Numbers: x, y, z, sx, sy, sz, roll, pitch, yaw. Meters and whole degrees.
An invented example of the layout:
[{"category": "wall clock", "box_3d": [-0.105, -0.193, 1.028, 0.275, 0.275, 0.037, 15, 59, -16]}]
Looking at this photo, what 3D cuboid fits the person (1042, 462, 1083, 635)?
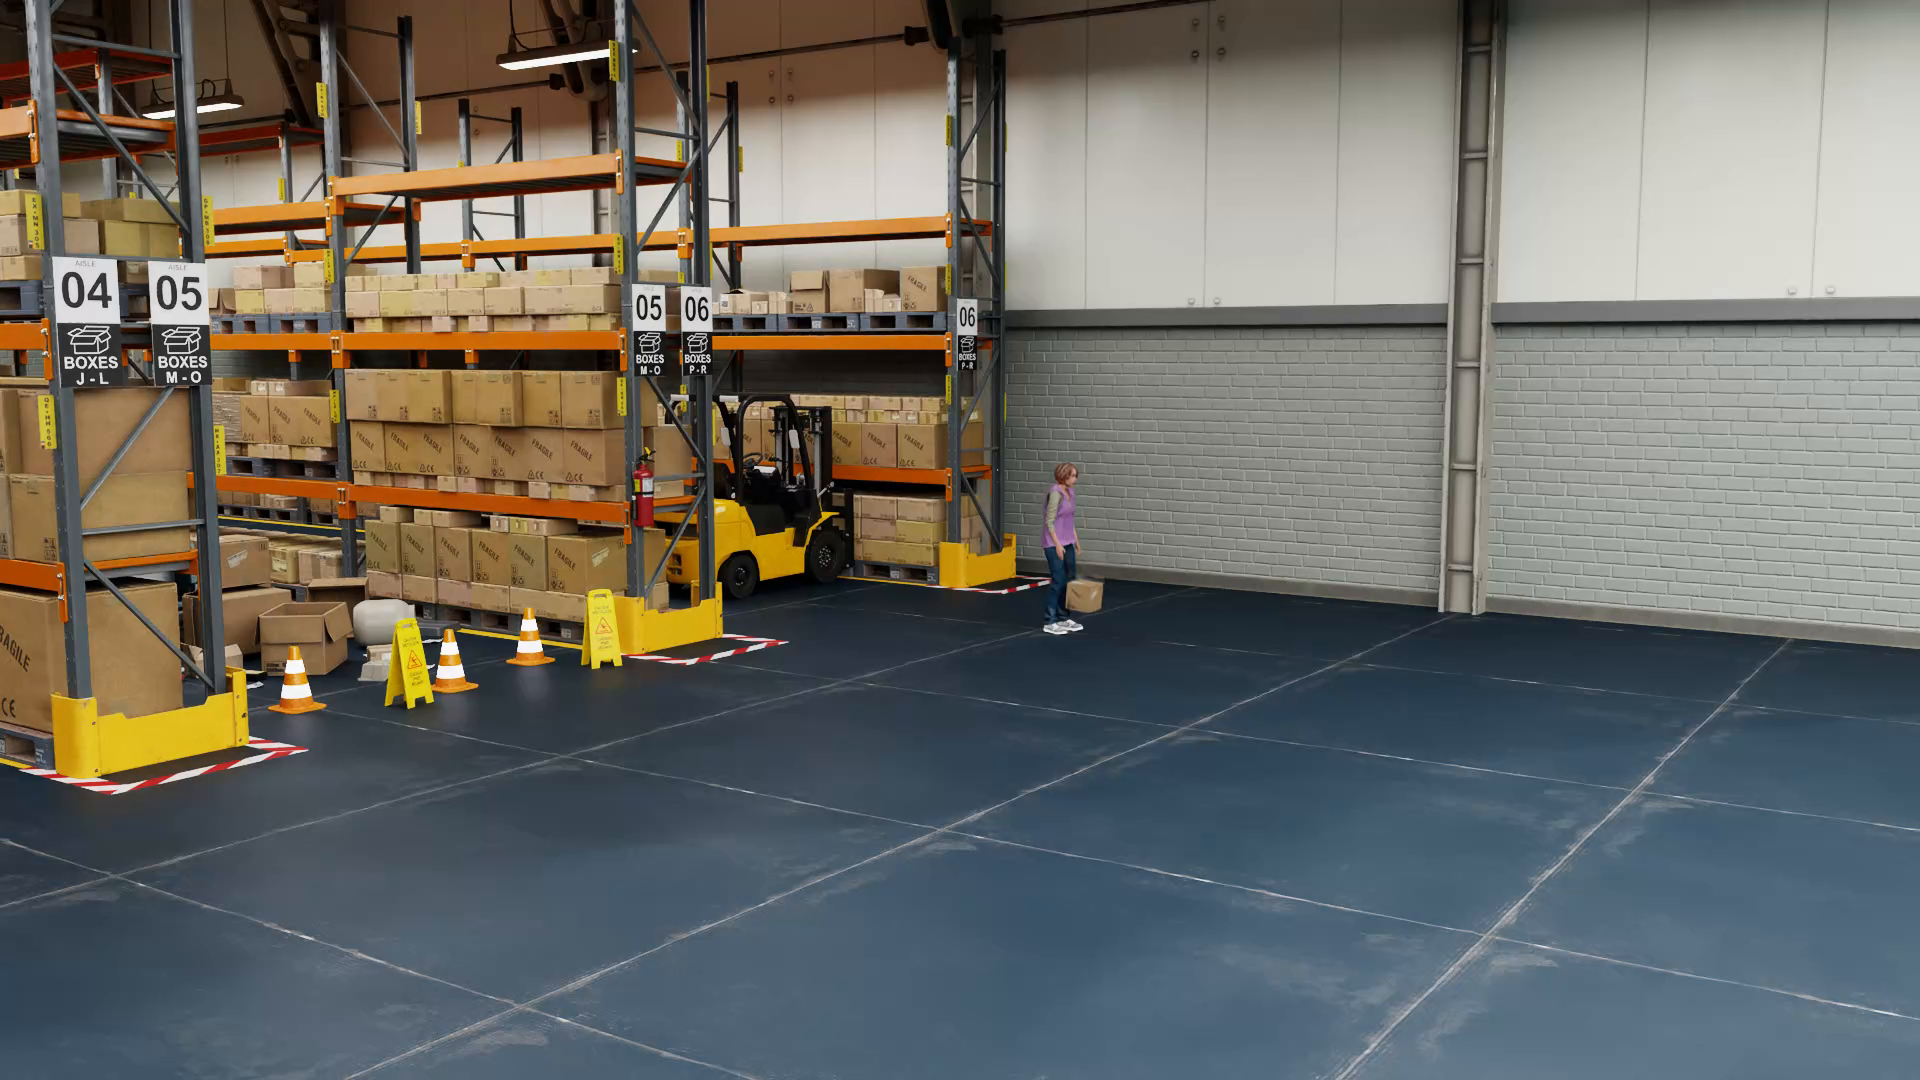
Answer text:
[{"category": "person", "box_3d": [0.947, 0.068, 15.587, 0.345, 1.596, 0.444, 4, 8, 32]}]
